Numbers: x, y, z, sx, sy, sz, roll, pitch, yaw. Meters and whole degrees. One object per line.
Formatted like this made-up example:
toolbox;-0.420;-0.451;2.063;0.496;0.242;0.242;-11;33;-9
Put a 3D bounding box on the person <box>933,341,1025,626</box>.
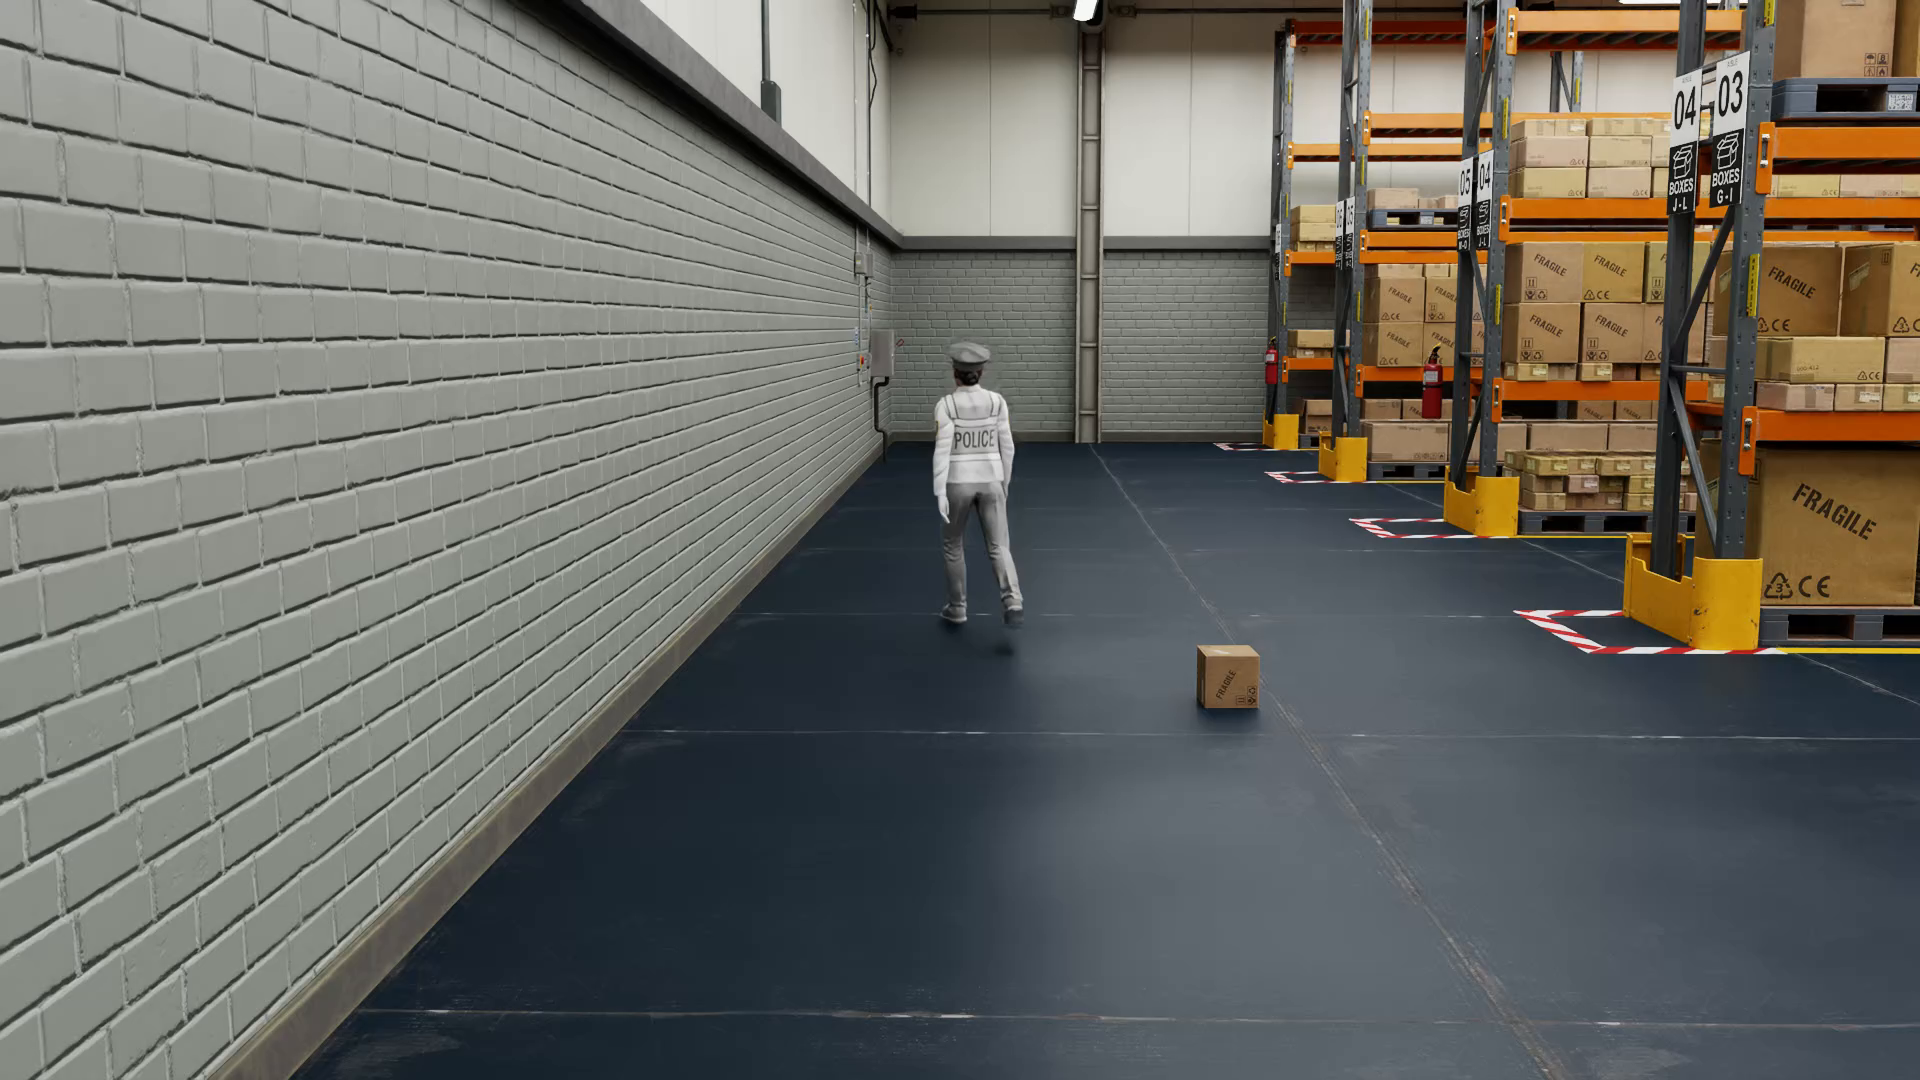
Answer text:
person;0.081;-0.302;9.469;0.503;1.647;0.956;-2;8;-13
